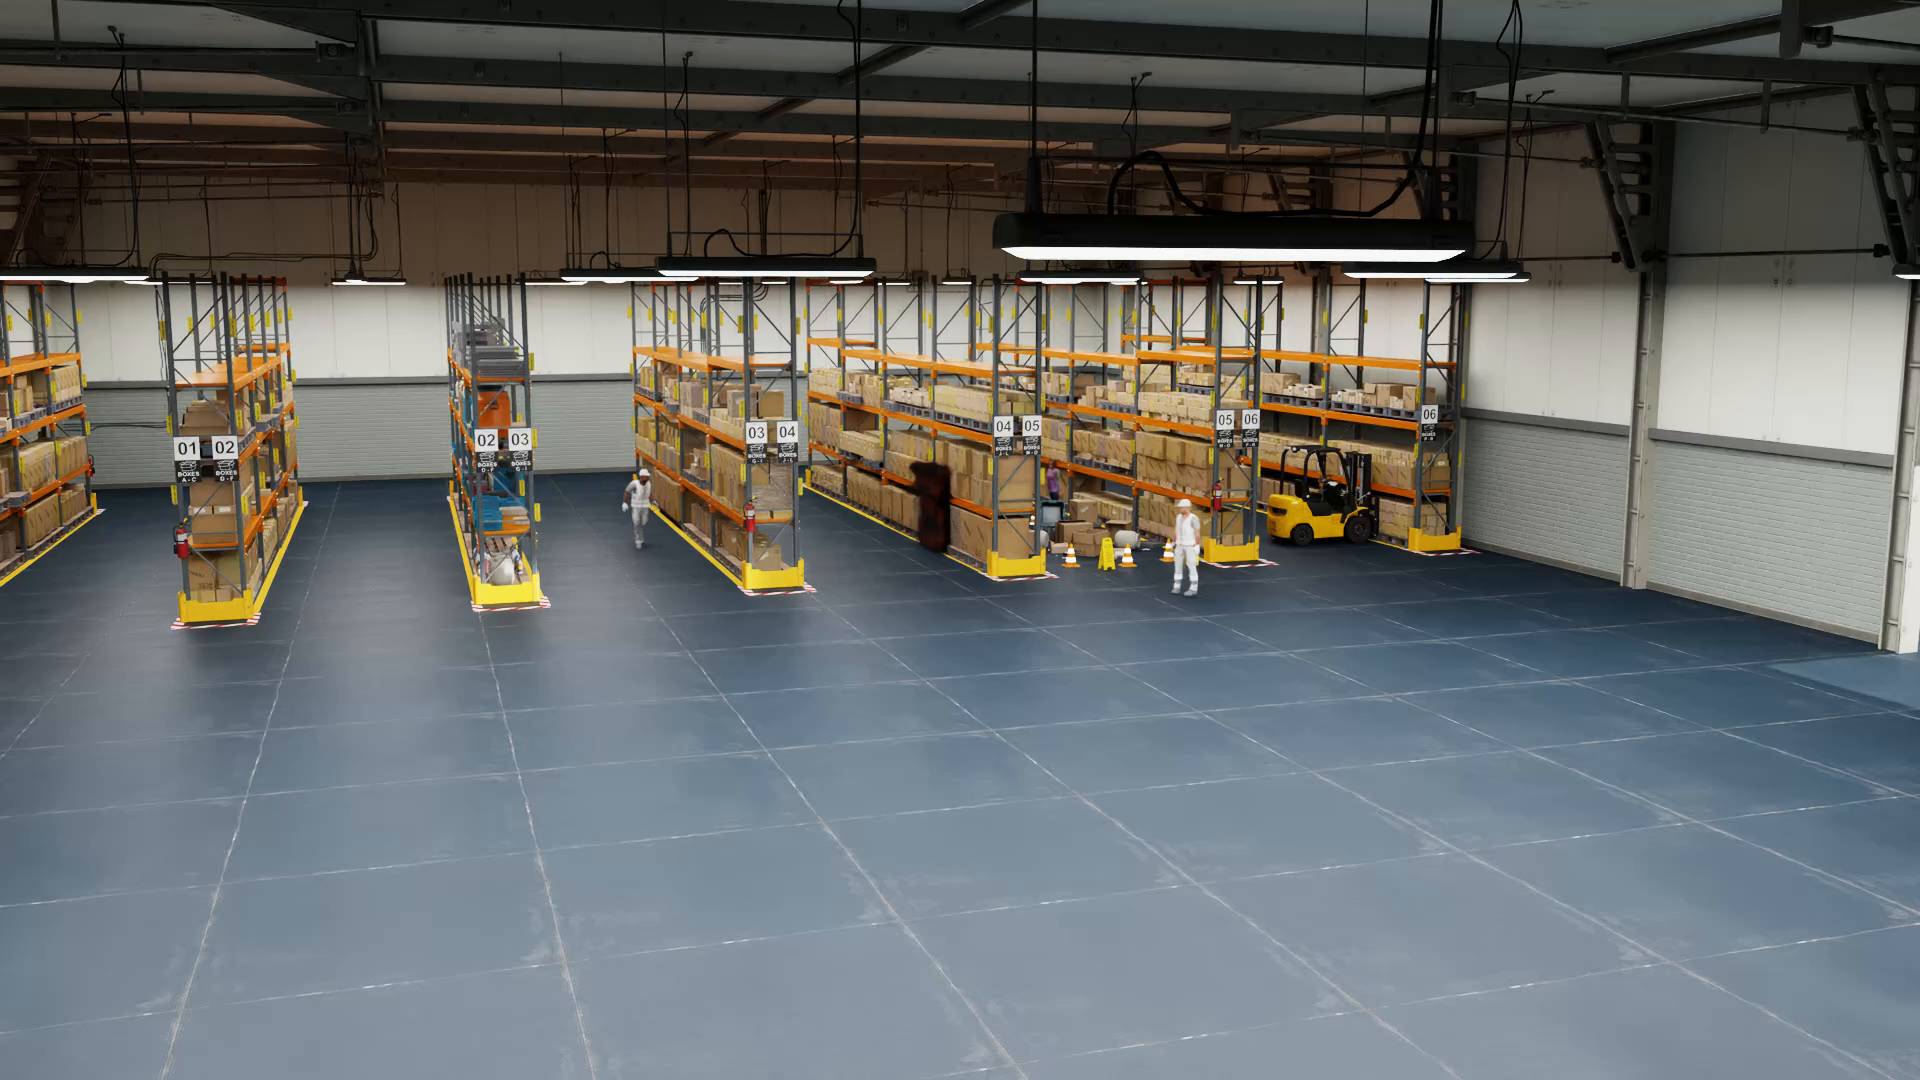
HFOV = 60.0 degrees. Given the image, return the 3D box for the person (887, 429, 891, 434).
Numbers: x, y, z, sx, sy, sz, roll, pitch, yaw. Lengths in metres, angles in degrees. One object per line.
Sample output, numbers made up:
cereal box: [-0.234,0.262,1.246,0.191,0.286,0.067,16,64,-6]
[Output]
person: [-2.072,-2.418,48.454,0.331,1.691,0.551,-4,10,-26]

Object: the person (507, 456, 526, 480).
person: [-12.590,-2.274,47.528,0.664,1.676,1.059,-4,10,-25]

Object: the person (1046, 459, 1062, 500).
person: [2.278,-1.185,40.603,0.358,1.599,0.434,-3,9,-17]

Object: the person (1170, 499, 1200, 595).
person: [4.210,0.122,31.289,0.609,1.791,0.424,7,11,39]

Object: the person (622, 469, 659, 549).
person: [-7.154,-0.698,37.205,0.779,1.793,0.878,-3,9,-18]
